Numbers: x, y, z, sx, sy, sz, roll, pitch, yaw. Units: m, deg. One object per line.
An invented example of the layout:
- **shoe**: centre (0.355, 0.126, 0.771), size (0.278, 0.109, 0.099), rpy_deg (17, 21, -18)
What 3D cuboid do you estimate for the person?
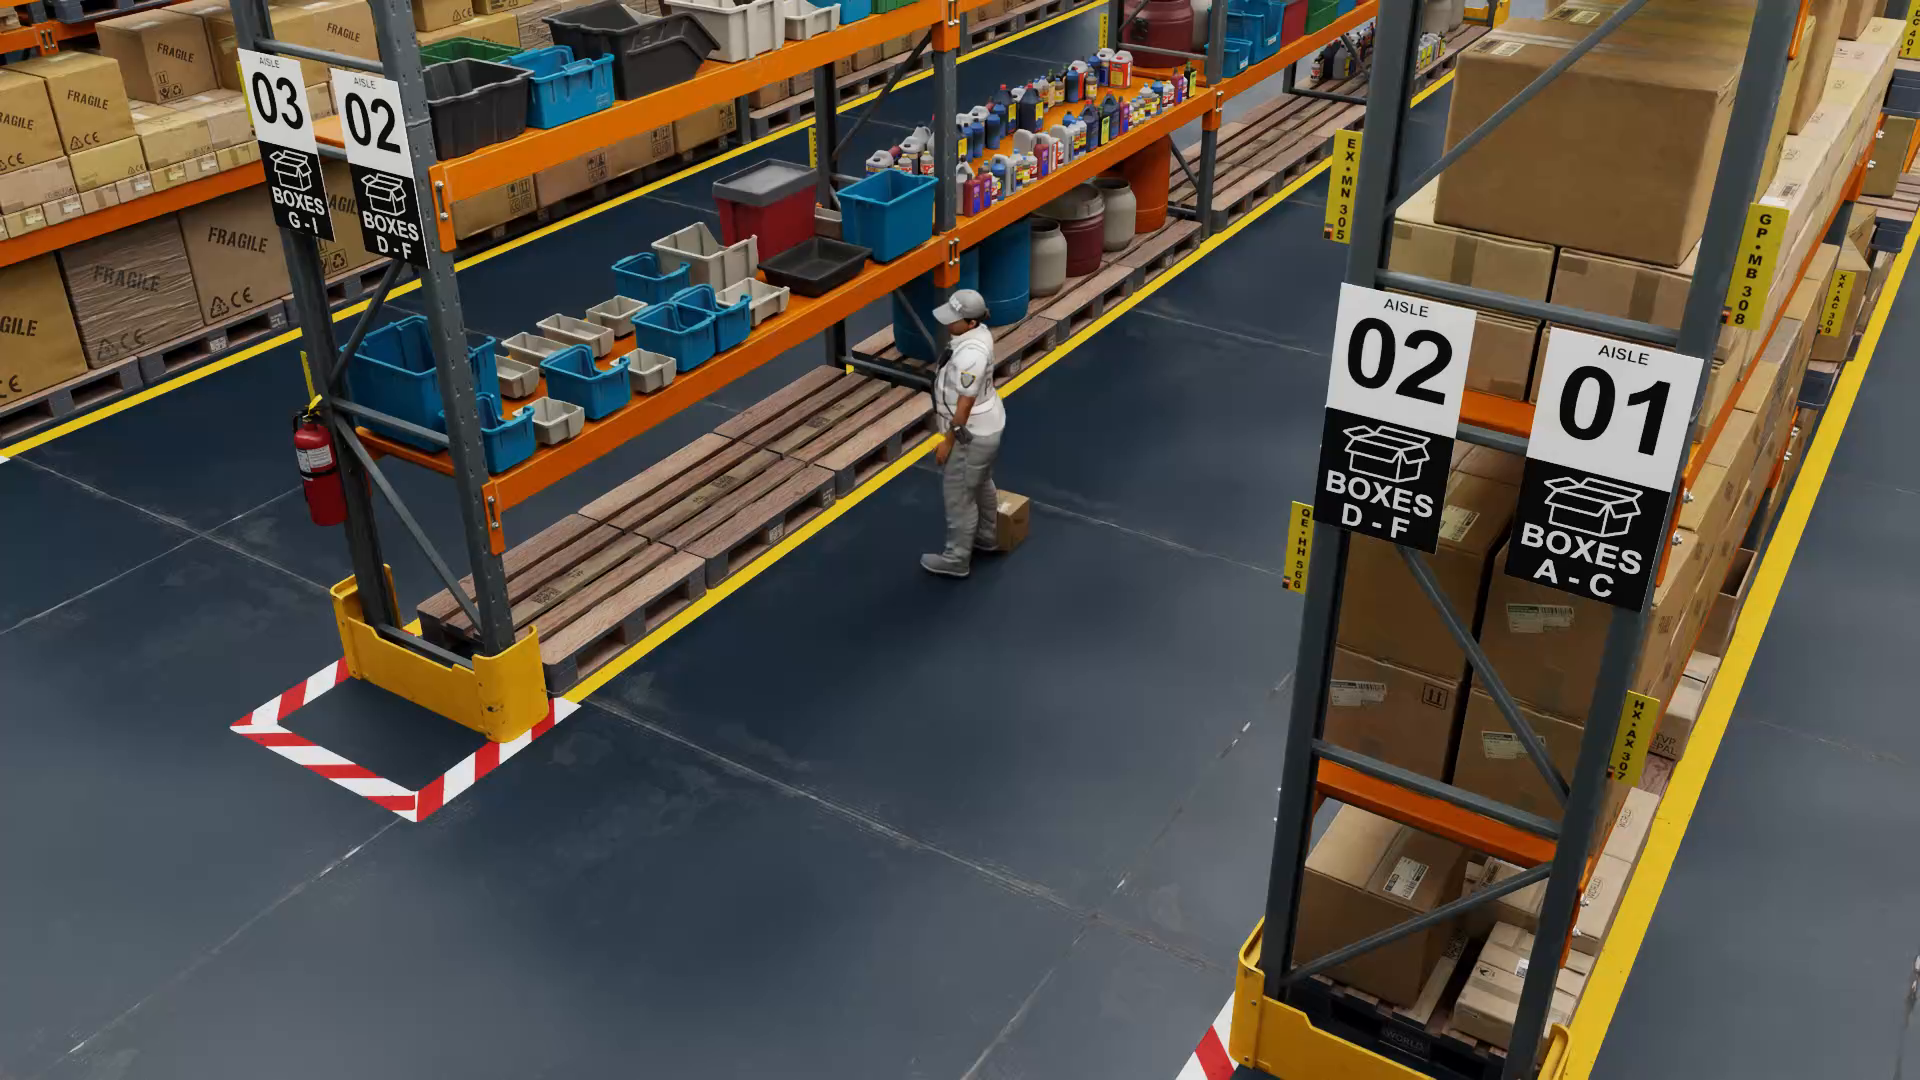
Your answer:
- **person**: centre (0.018, -0.603, 9.151), size (0.468, 1.673, 0.546), rpy_deg (3, 31, 6)
